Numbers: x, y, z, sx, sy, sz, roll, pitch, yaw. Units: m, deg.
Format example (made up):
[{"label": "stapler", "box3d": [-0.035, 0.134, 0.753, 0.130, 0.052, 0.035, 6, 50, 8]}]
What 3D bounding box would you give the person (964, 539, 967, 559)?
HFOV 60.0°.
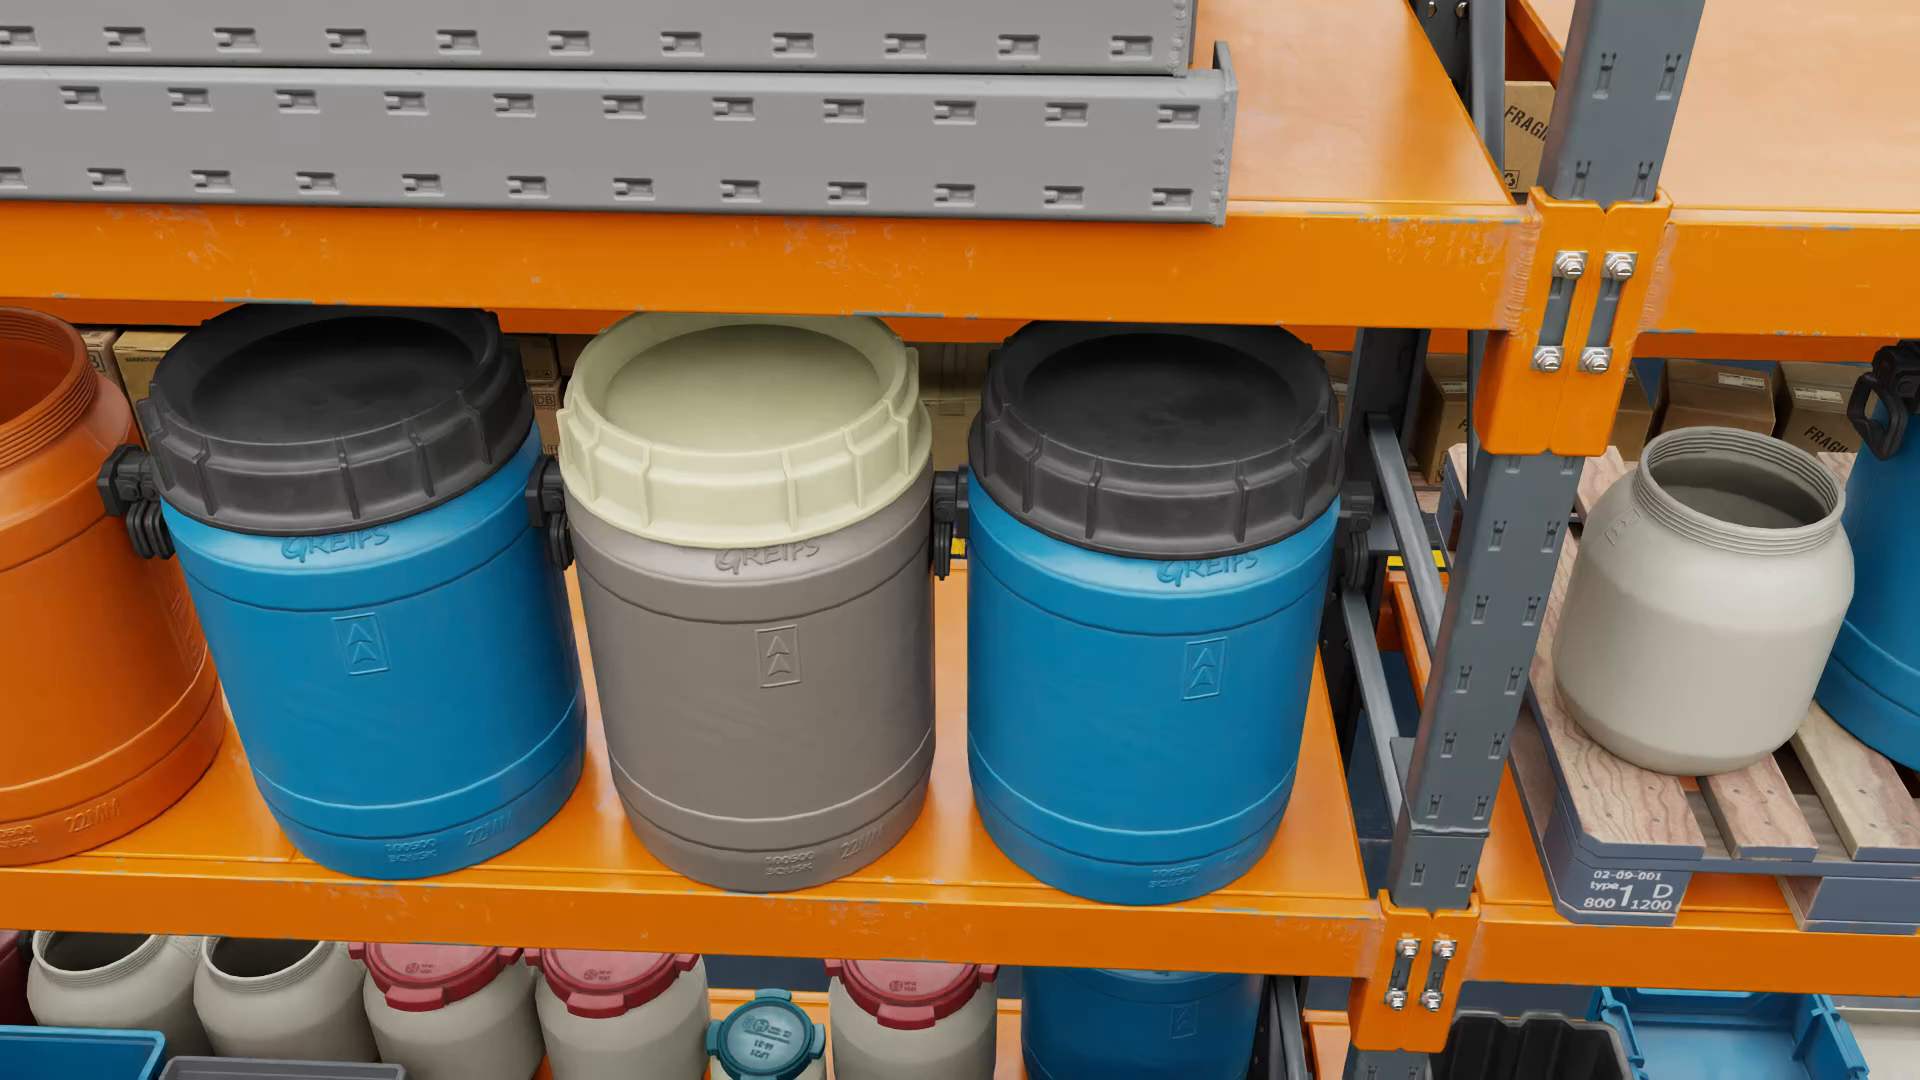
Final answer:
[{"label": "person", "box3d": [0.266, 0.392, 6.594, 0.464, 1.711, 0.469, -19, 40, -25]}]
